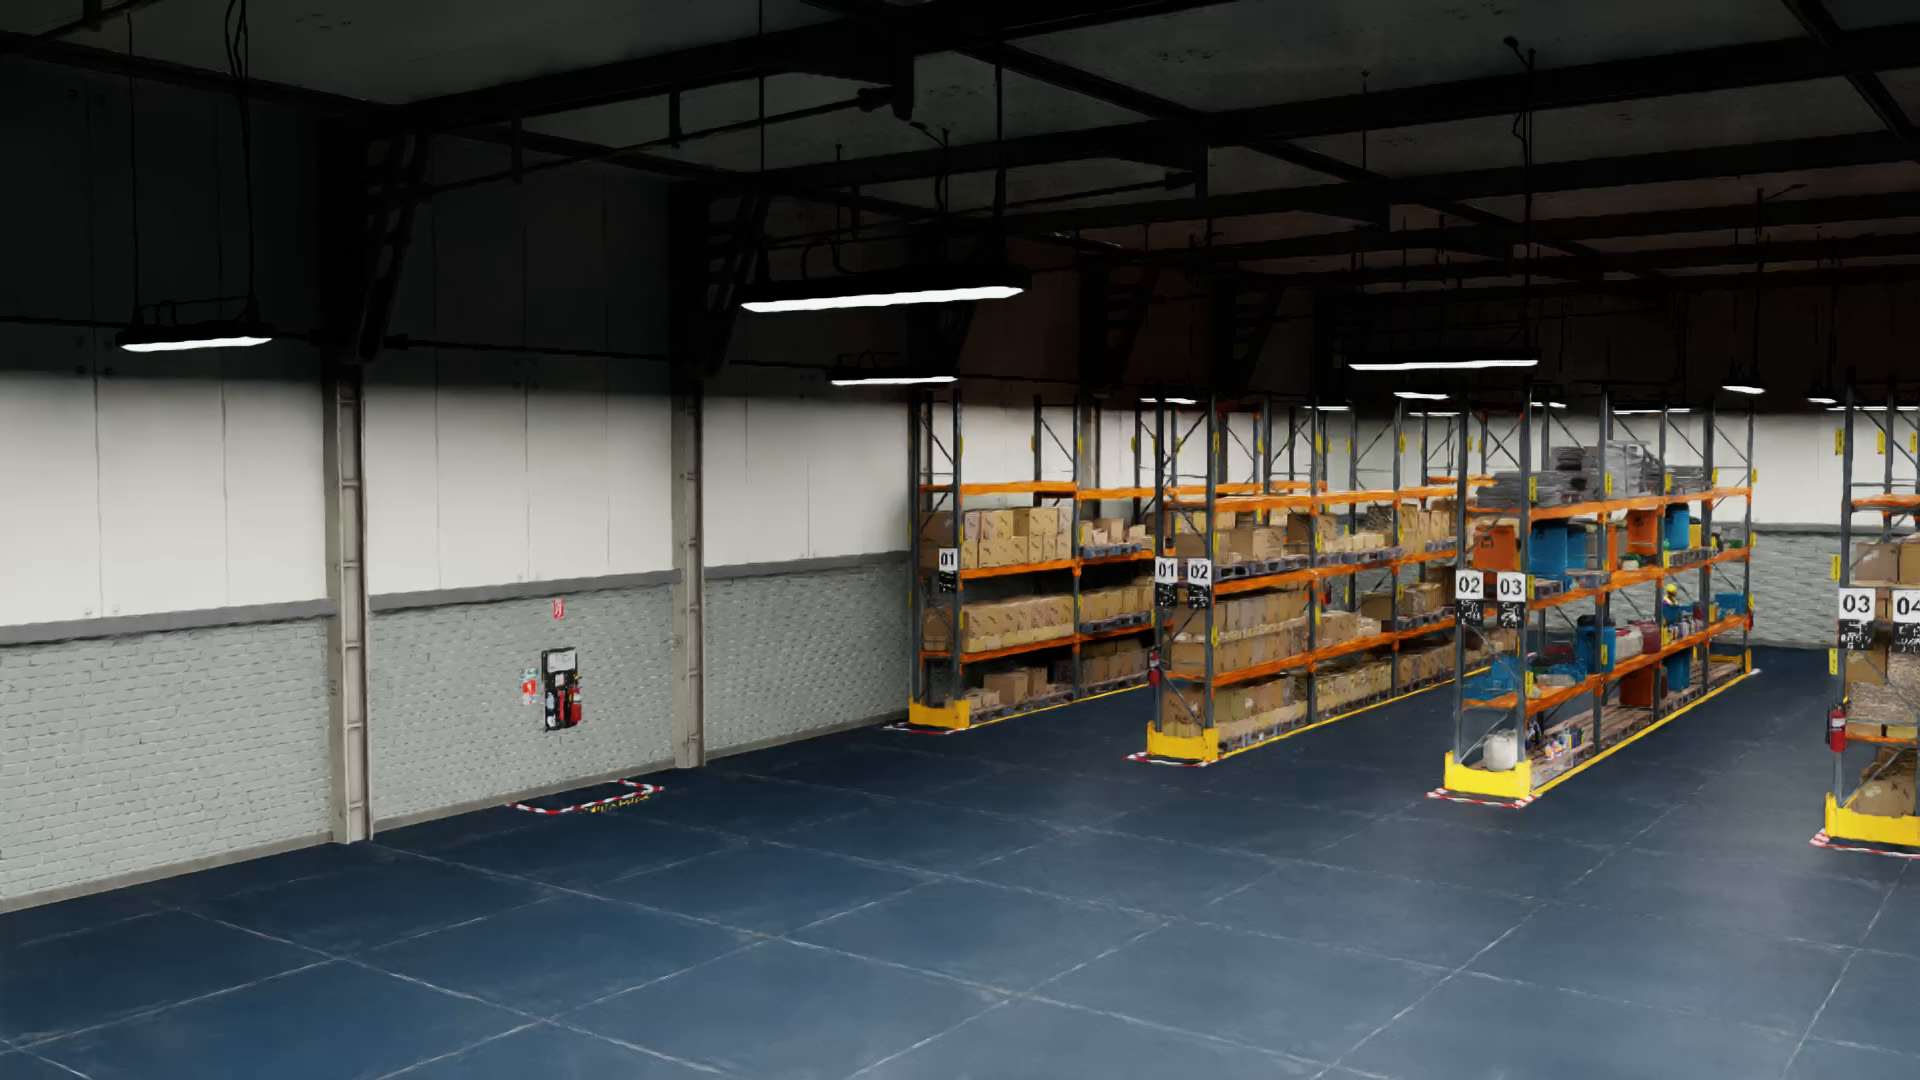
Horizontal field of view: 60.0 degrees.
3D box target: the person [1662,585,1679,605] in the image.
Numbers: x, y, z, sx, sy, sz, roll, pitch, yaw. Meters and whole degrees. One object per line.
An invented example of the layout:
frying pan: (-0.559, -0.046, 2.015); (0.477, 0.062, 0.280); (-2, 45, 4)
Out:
person: (16.396, 1.915, 38.393); (0.652, 1.768, 0.428); (-2, 4, -33)
